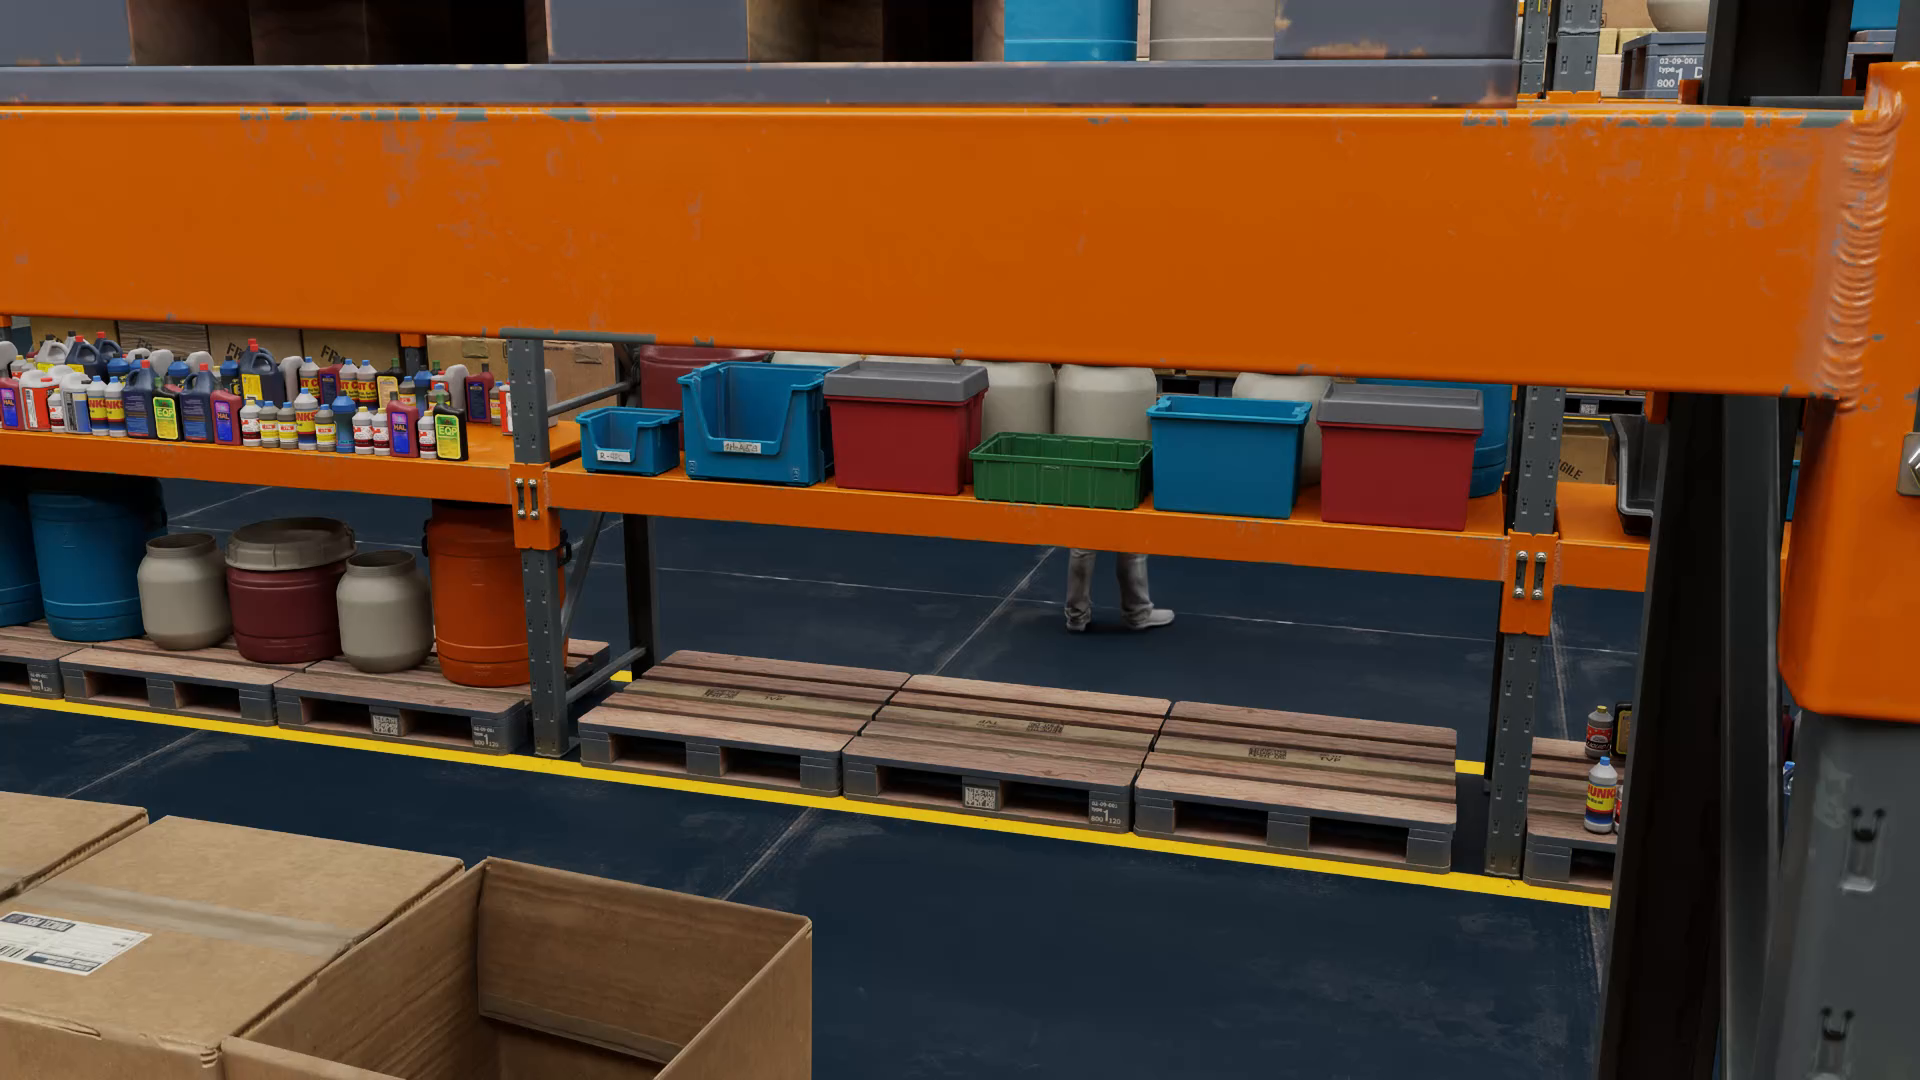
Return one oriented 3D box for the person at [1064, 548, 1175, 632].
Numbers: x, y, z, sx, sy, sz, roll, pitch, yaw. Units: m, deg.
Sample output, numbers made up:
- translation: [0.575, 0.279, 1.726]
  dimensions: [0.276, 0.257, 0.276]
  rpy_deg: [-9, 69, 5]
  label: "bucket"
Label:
- translation: [0.842, -0.388, 8.912]
  dimensions: [0.583, 1.777, 0.598]
  rpy_deg: [-14, 21, -43]
  label: "person"
